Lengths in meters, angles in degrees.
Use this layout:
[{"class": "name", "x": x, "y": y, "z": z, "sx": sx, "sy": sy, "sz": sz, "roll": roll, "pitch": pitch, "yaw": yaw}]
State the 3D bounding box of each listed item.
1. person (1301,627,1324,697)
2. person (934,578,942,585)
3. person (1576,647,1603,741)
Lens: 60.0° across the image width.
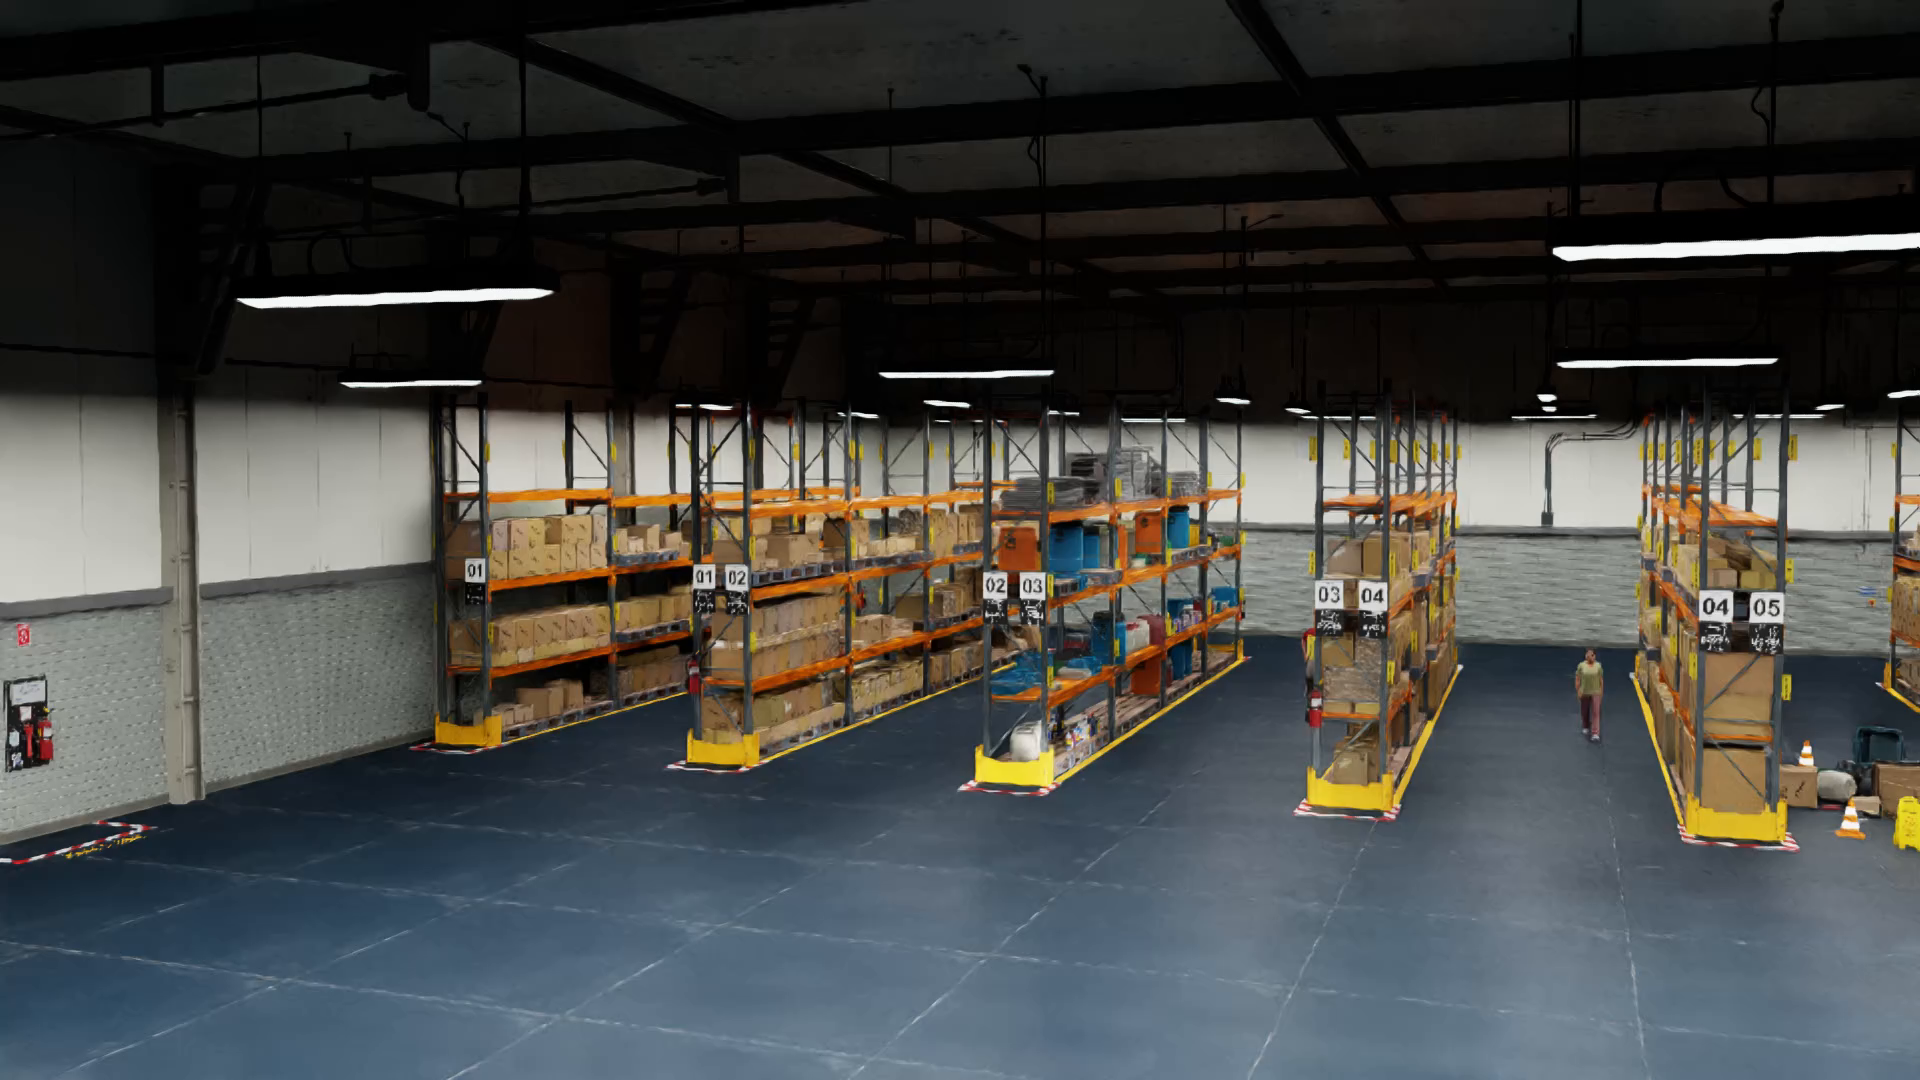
[{"class": "person", "x": 7.263, "y": 2.374, "z": 33.721, "sx": 0.682, "sy": 1.676, "sz": 0.535, "roll": 1, "pitch": 3, "yaw": 18}, {"class": "person", "x": -0.549, "y": 1.840, "z": 43.482, "sx": 0.719, "sy": 1.714, "sz": 0.578, "roll": 1, "pitch": 3, "yaw": 18}, {"class": "person", "x": 10.956, "y": 2.648, "z": 28.964, "sx": 0.448, "sy": 1.590, "sz": 1.110, "roll": 1, "pitch": 3, "yaw": 22}]
